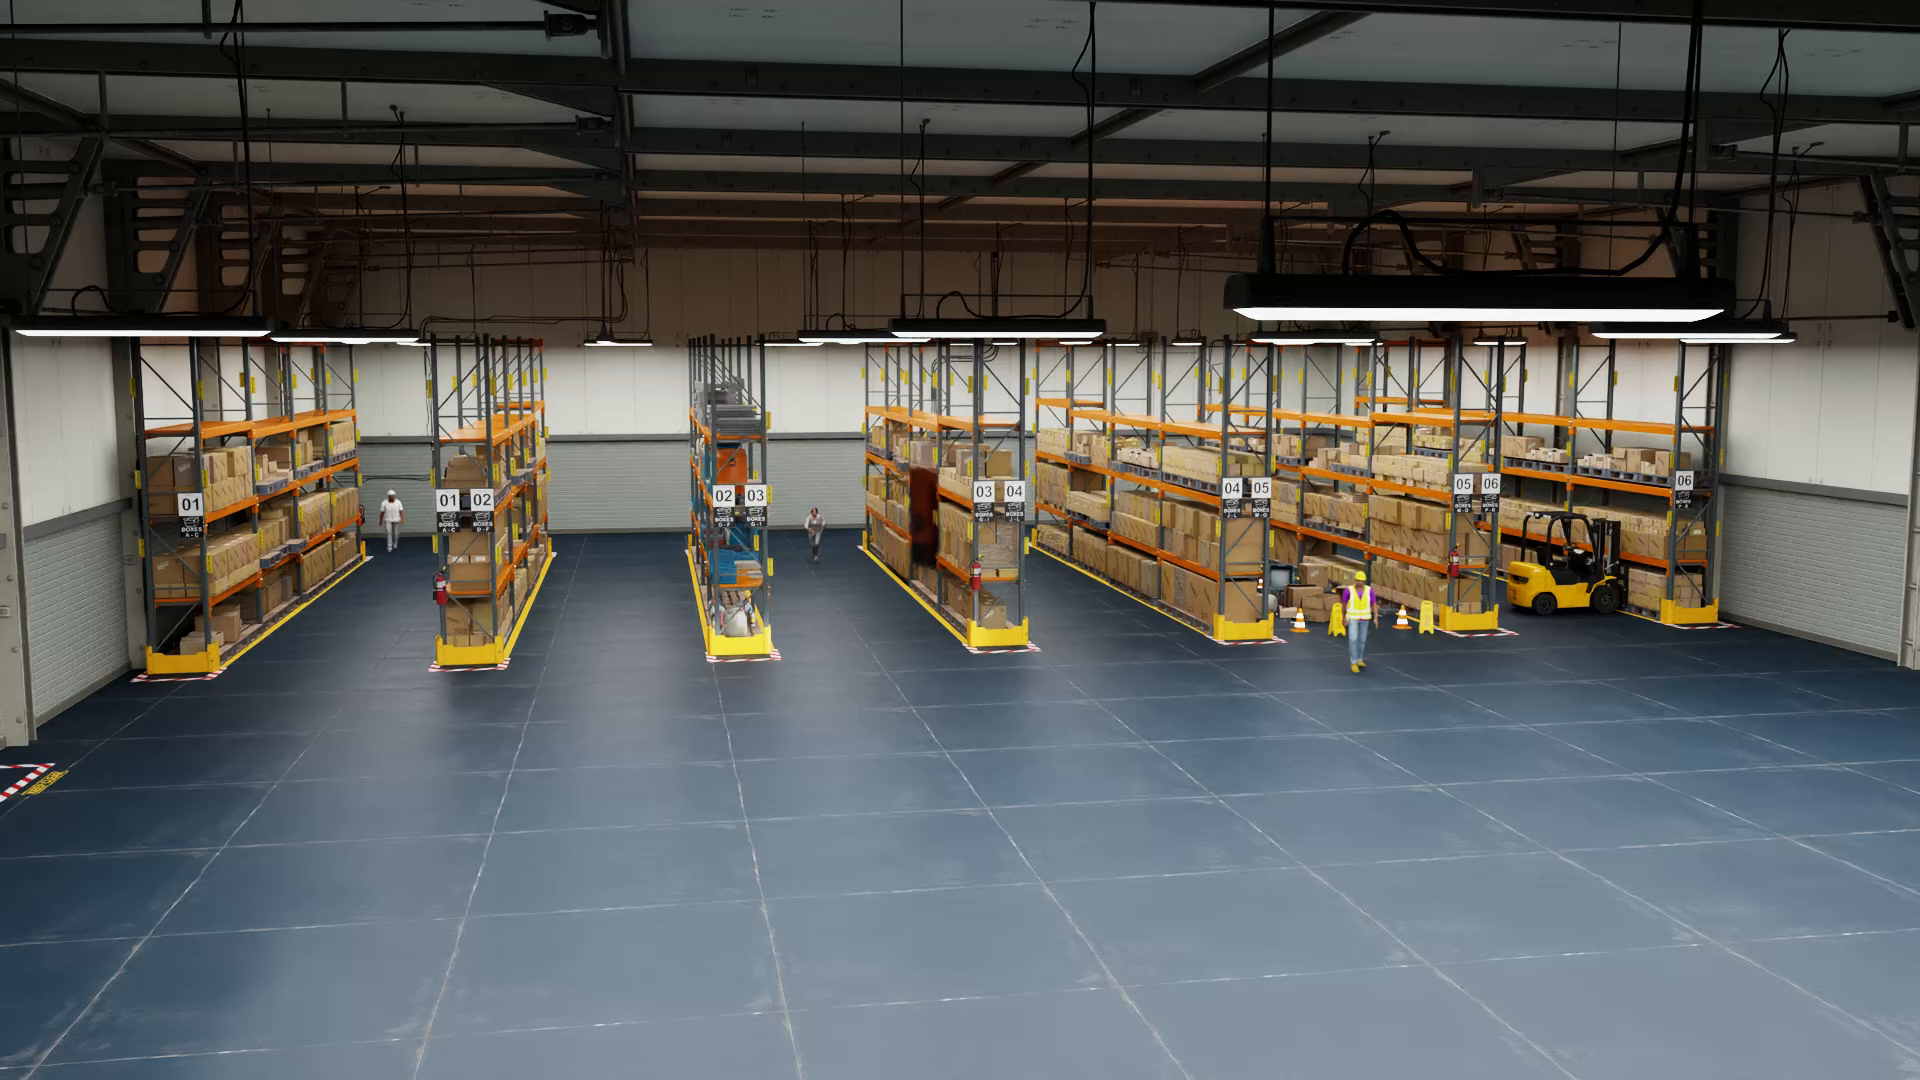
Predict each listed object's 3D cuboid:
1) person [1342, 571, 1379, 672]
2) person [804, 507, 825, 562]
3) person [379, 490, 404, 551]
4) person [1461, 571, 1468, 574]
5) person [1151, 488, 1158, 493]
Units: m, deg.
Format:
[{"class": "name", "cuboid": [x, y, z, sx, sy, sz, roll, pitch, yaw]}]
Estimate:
[{"class": "person", "cuboid": [7.175, 1.440, 29.806, 0.615, 1.781, 0.688, 0, 7, 3]}, {"class": "person", "cuboid": [-3.885, -0.150, 44.589, 0.536, 1.511, 0.789, 0, 7, 0]}, {"class": "person", "cuboid": [-16.158, -0.562, 47.276, 0.645, 1.699, 1.090, -3, 7, -25]}, {"class": "person", "cuboid": [11.594, 0.533, 38.341, 0.435, 1.603, 0.447, -2, 7, -16]}, {"class": "person", "cuboid": [5.708, -0.633, 47.764, 0.468, 1.785, 0.608, 3, 7, 26]}]
